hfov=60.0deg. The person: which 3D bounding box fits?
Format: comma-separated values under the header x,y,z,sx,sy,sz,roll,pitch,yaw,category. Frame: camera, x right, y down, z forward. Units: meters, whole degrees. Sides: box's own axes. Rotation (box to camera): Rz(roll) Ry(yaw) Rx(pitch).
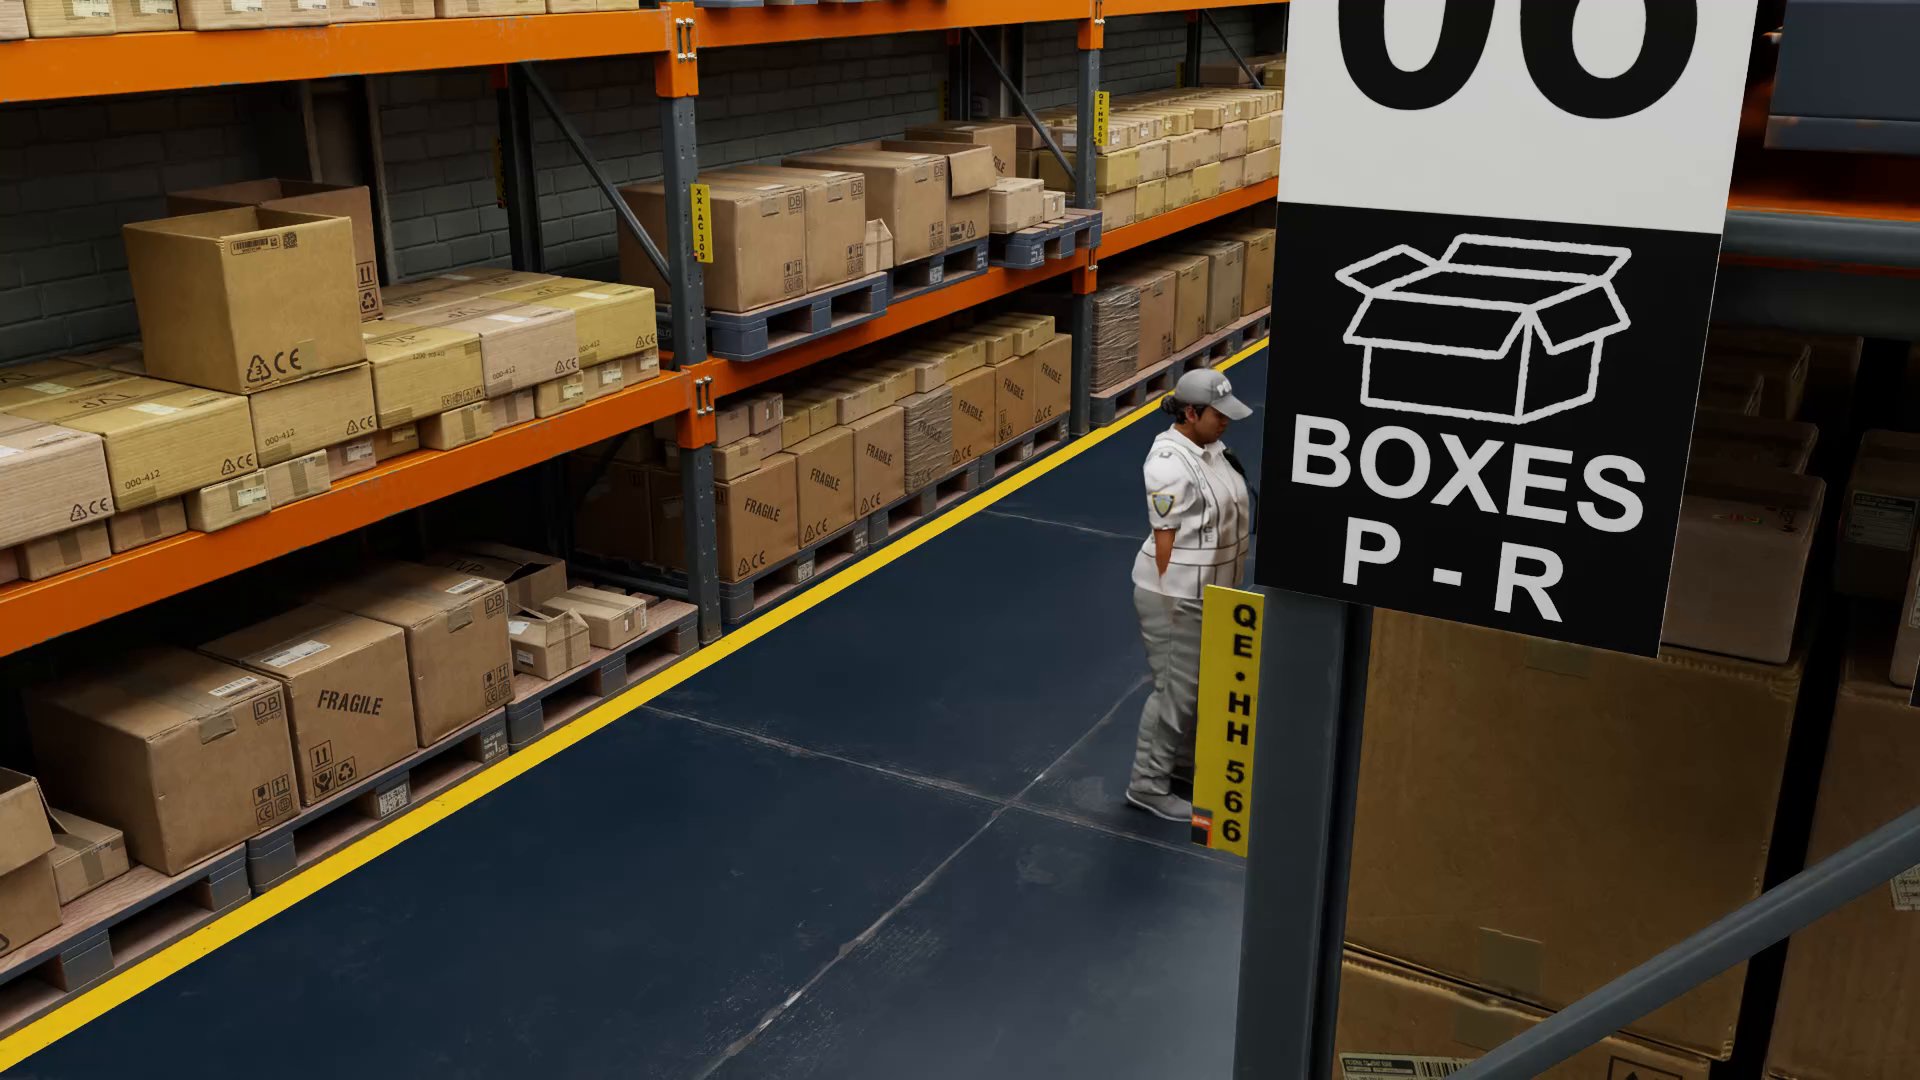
x,y,z,sx,sy,sz,roll,pitch,yaw,category
0.847,0.188,6.066,0.390,1.666,0.470,11,22,29,person
